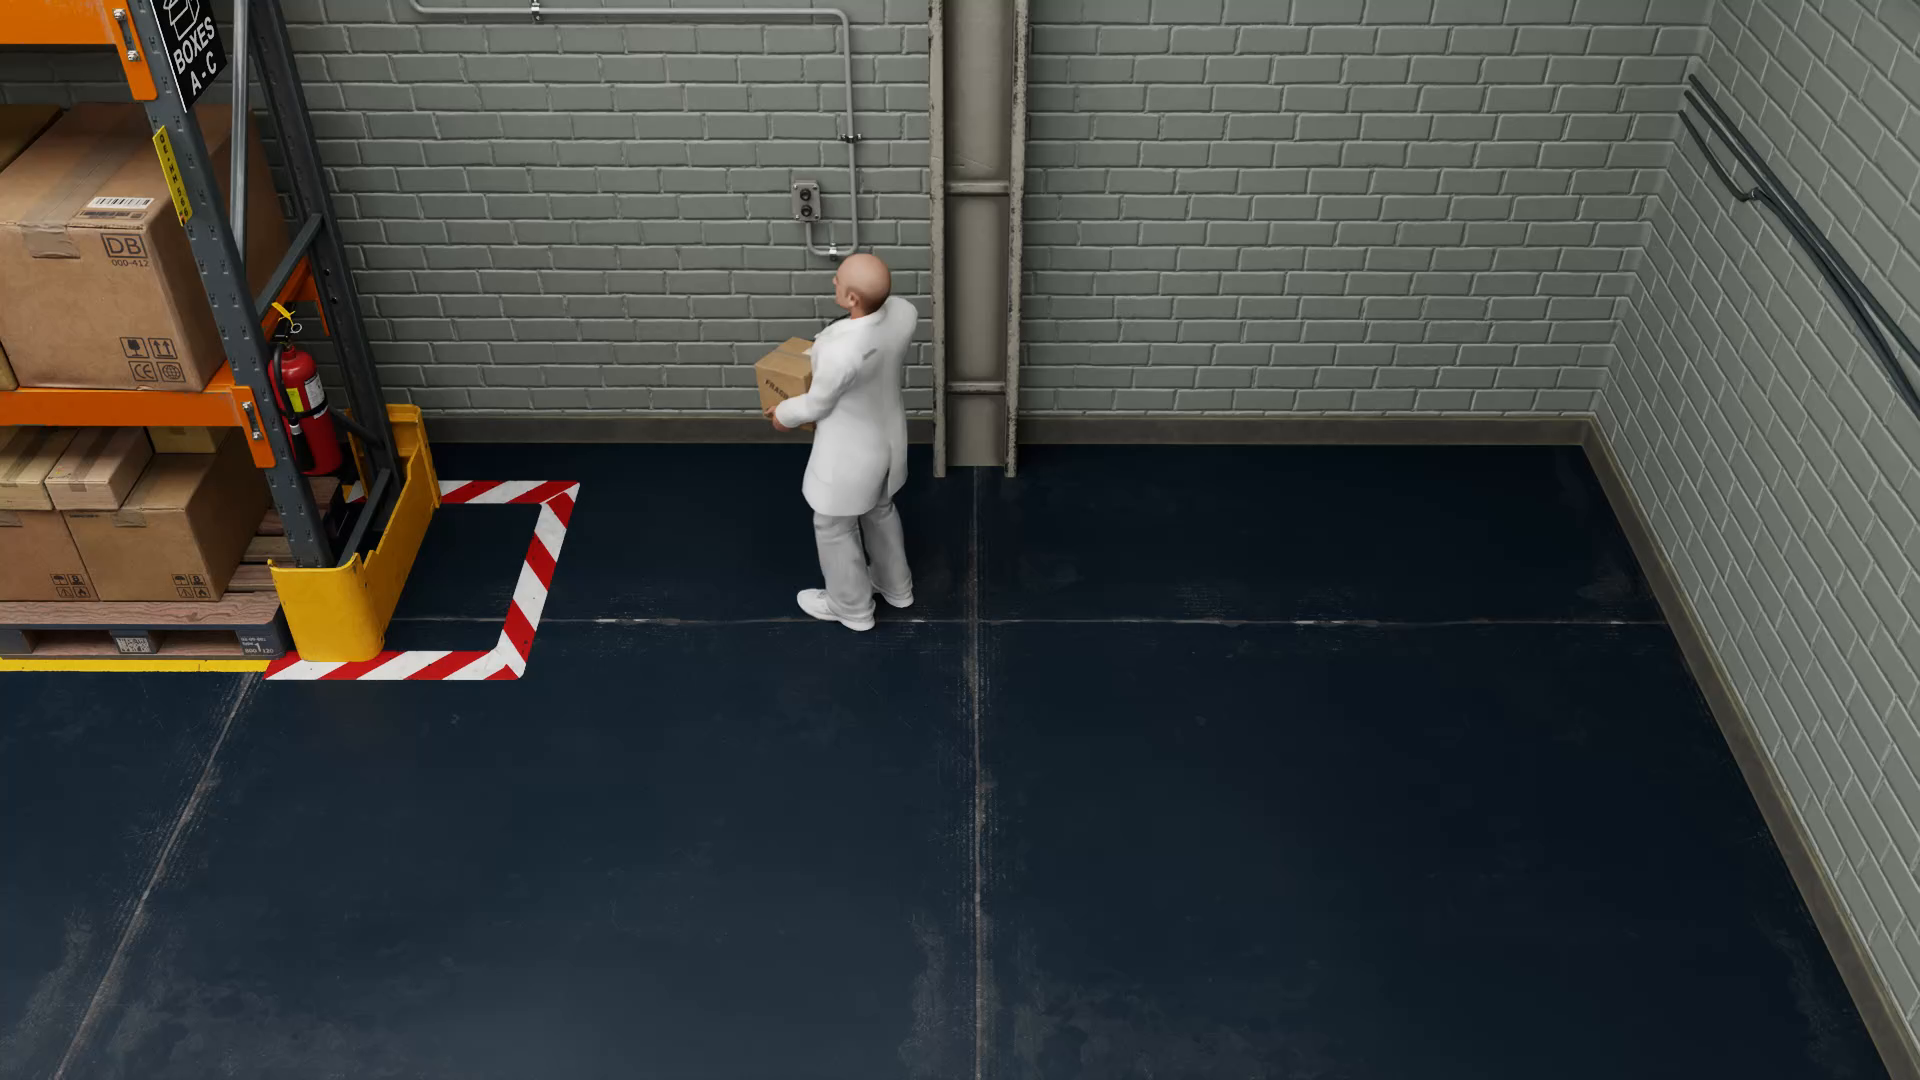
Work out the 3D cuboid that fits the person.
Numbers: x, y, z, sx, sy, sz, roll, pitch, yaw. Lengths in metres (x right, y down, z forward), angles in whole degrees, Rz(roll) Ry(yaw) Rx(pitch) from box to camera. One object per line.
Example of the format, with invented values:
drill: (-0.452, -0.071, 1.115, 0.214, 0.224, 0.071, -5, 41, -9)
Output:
person: (-0.483, -0.413, 6.679, 0.555, 1.769, 0.530, 23, 44, 25)
